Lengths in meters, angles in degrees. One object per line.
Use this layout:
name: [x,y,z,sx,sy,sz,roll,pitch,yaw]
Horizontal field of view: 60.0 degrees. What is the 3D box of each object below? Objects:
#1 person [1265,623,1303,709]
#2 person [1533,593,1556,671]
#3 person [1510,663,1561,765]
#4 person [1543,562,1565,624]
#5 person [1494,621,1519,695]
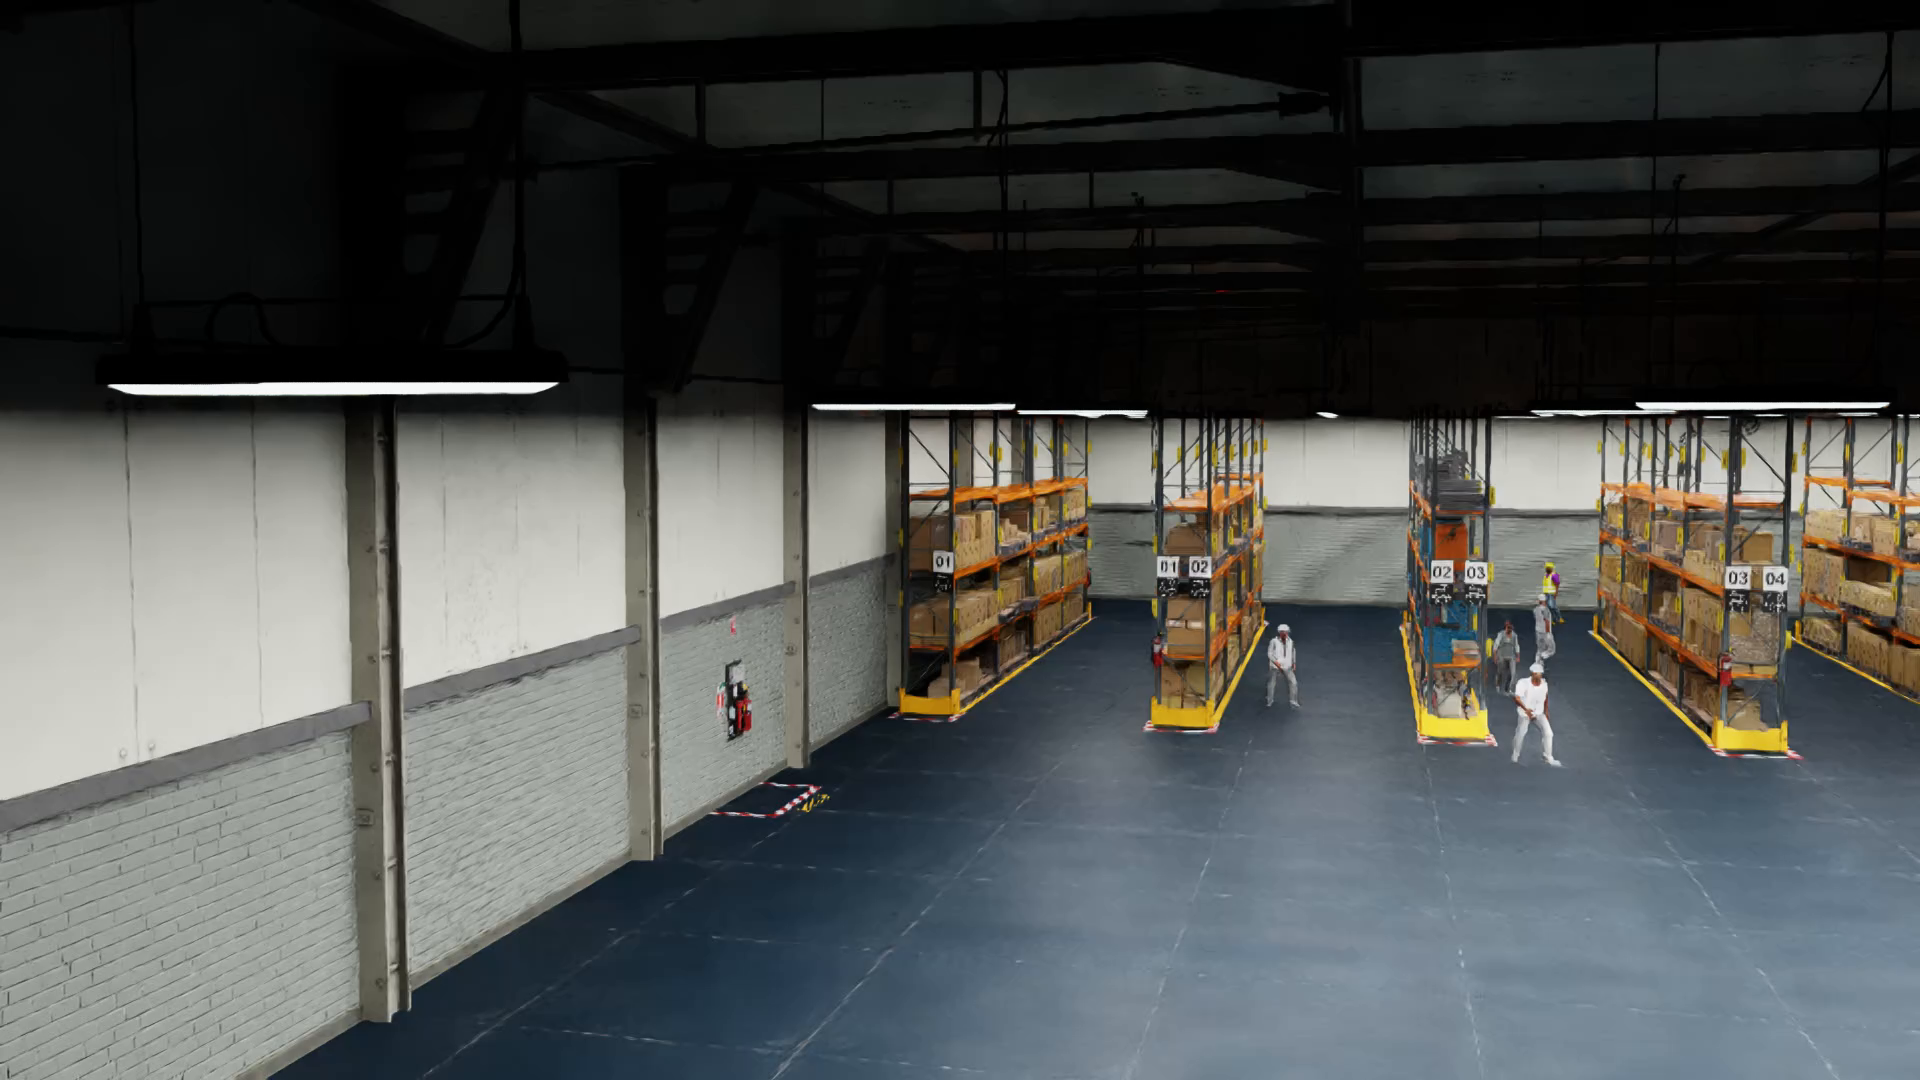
person: [6.384,2.492,32.996,0.676,1.717,0.780,0,4,-7]
person: [13.261,2.113,37.861,0.444,1.786,0.598,-1,4,-12]
person: [9.524,2.877,27.683,0.702,1.705,0.780,0,4,-7]
person: [16.658,1.486,46.682,0.460,1.760,0.721,-1,4,-18]
person: [11.437,2.444,34.882,0.546,1.564,0.616,0,4,4]
